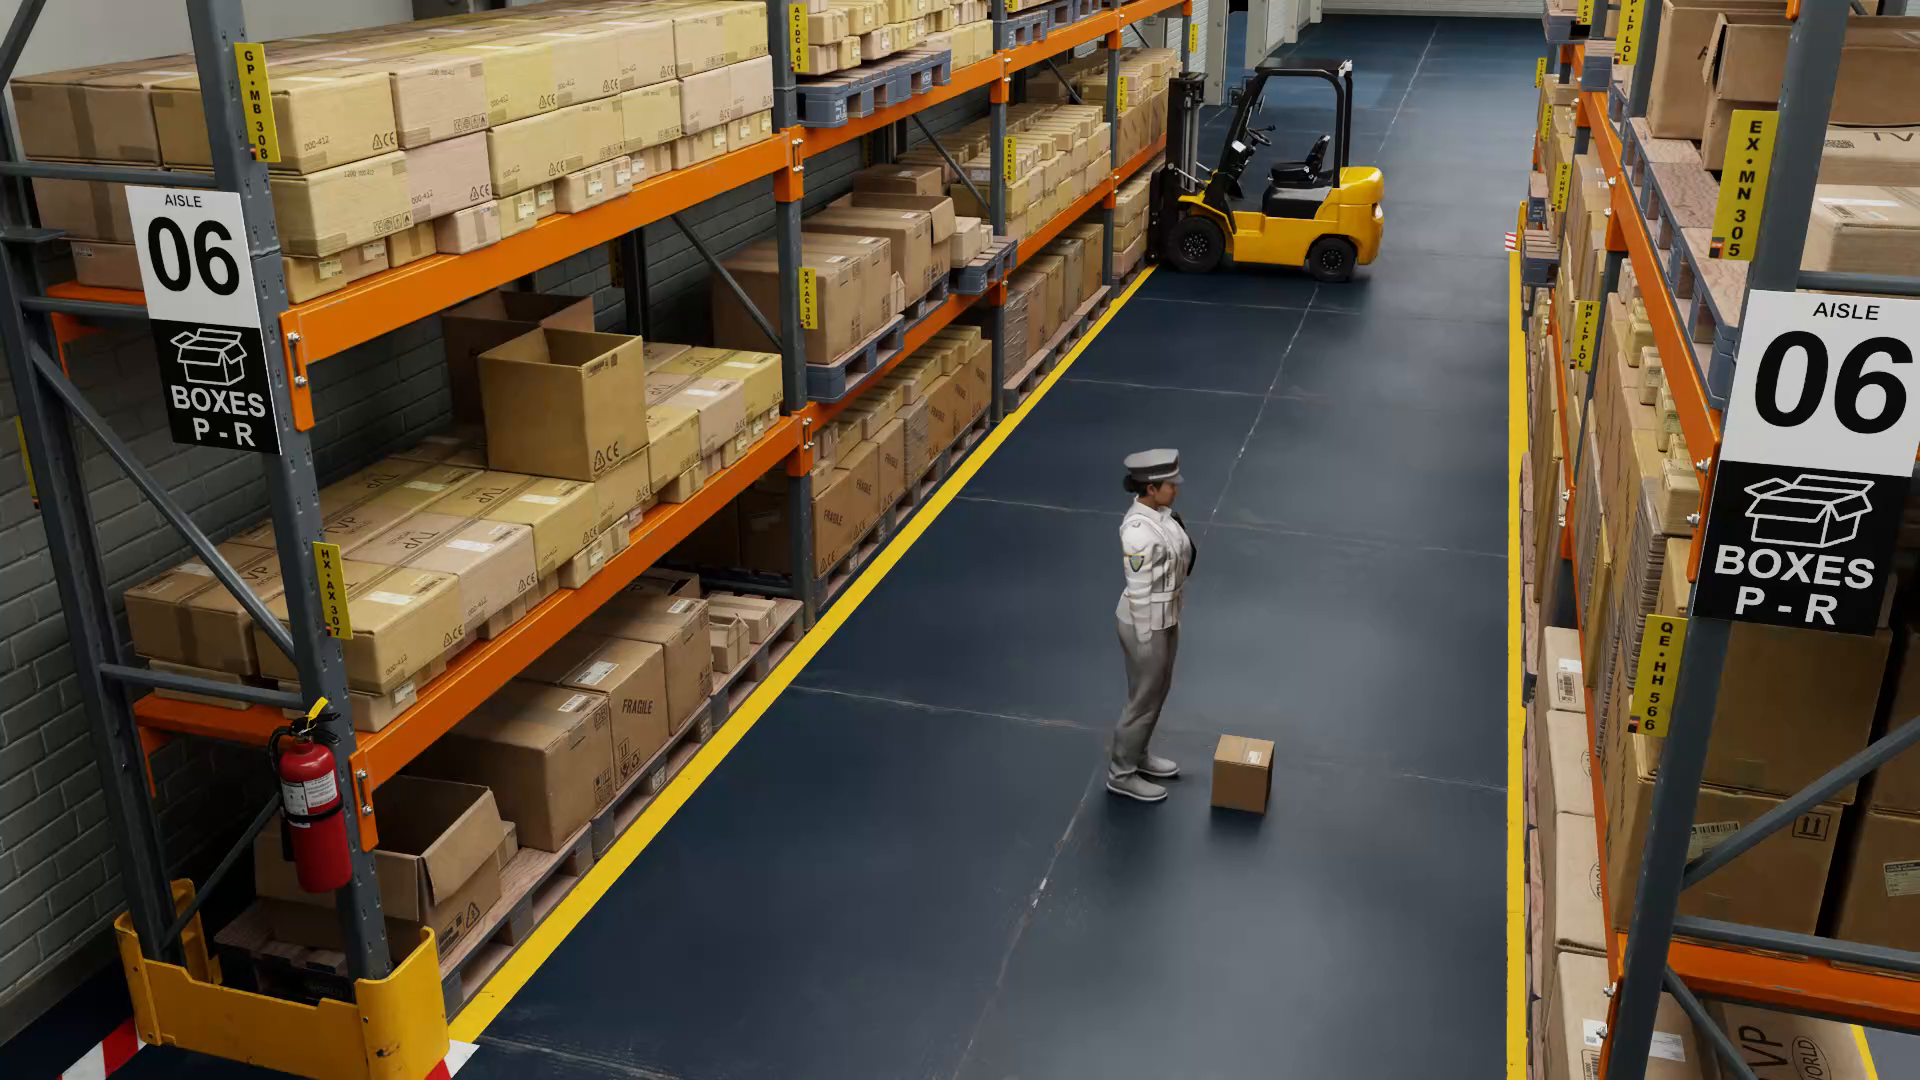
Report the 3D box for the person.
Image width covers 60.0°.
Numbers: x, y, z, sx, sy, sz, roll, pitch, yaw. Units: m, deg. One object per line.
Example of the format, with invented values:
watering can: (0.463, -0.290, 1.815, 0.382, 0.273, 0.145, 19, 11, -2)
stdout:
person: (0.870, 0.387, 7.633, 0.306, 1.669, 0.361, 7, 23, 17)
